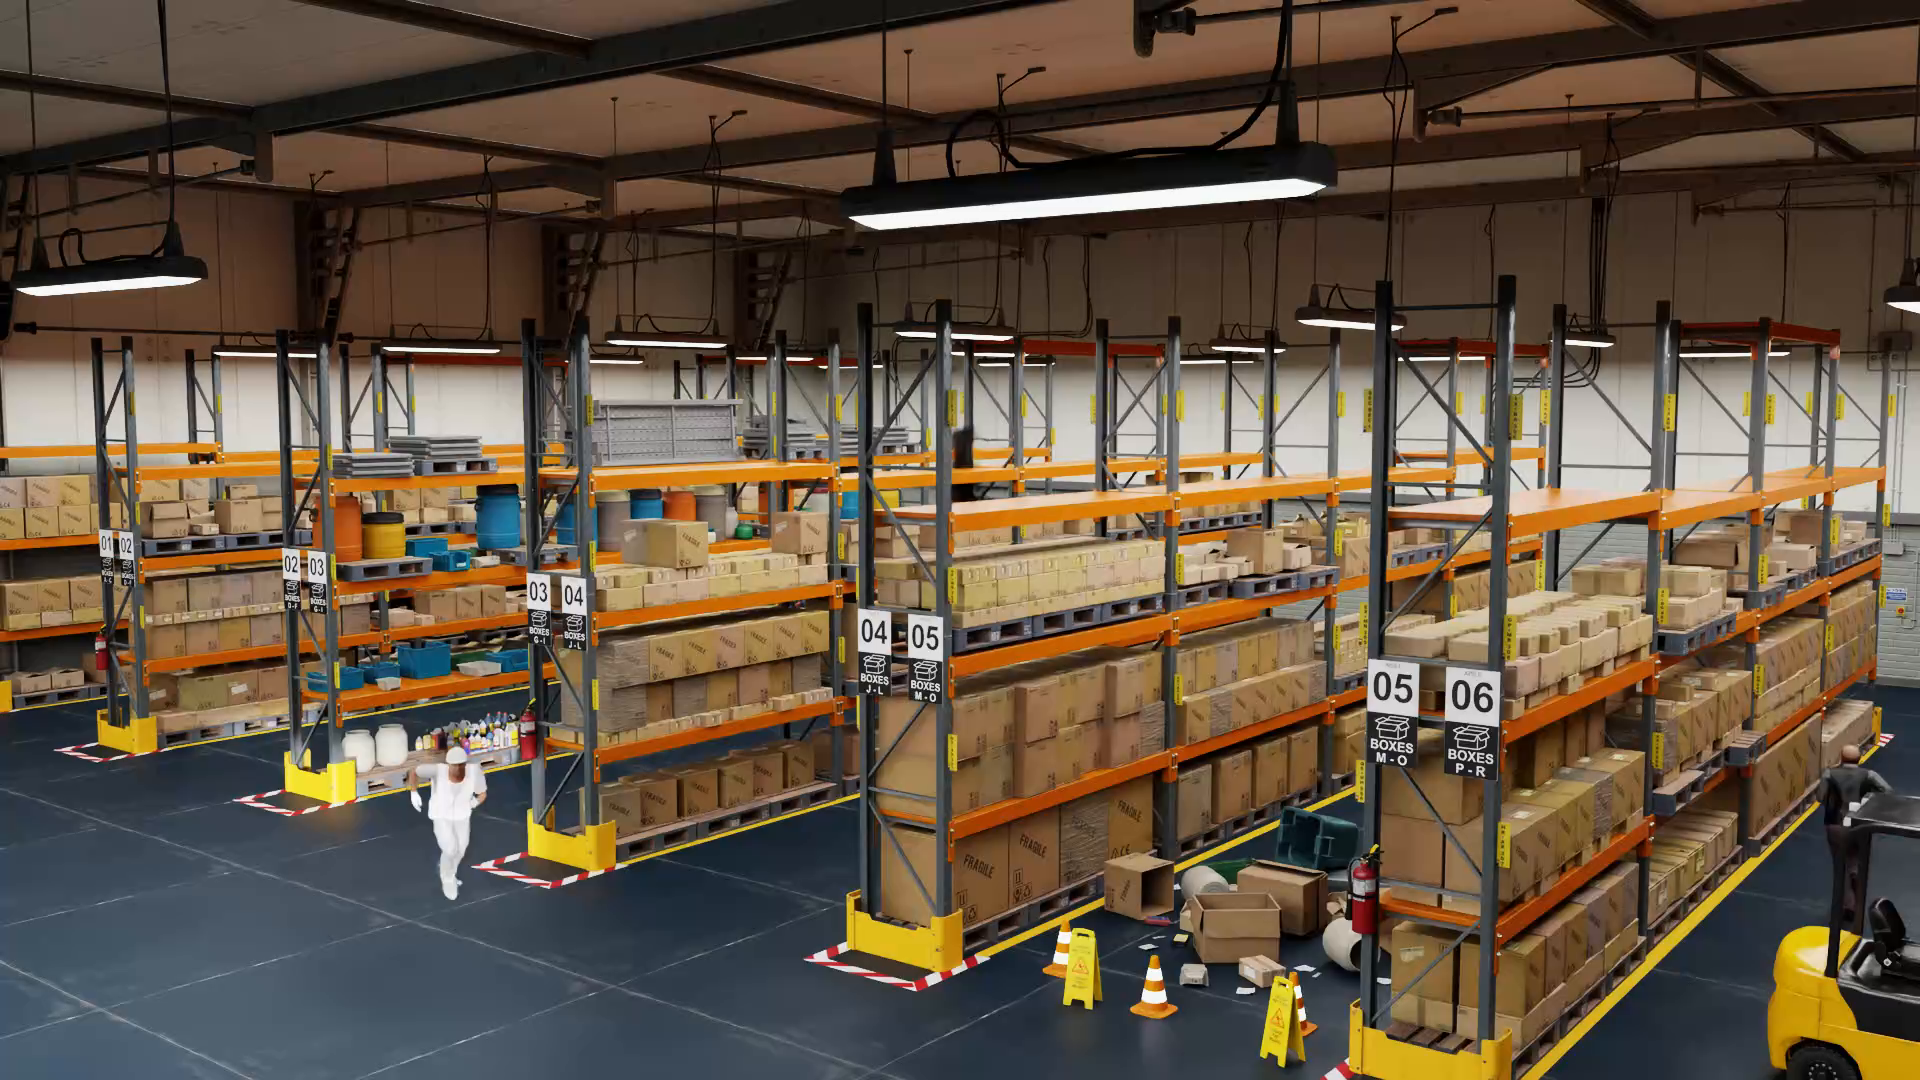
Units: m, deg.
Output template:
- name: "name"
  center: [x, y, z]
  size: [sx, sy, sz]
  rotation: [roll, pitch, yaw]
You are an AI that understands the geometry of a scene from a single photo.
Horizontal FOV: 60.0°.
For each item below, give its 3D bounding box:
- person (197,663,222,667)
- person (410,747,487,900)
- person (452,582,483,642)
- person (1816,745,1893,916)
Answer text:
- name: "person"
  center: [-12.538, 1.992, 27.759]
  size: [0.606, 1.644, 0.816]
  rotation: [-1, 5, -12]
- name: "person"
  center: [-5.231, 2.877, 17.015]
  size: [0.725, 1.646, 0.971]
  rotation: [-3, 6, -29]
- name: "person"
  center: [-9.542, 1.486, 32.109]
  size: [0.769, 1.706, 0.984]
  rotation: [-1, 5, -9]
- name: "person"
  center: [8.952, 2.897, 16.694]
  size: [0.662, 1.647, 0.727]
  rotation: [2, 5, 23]
